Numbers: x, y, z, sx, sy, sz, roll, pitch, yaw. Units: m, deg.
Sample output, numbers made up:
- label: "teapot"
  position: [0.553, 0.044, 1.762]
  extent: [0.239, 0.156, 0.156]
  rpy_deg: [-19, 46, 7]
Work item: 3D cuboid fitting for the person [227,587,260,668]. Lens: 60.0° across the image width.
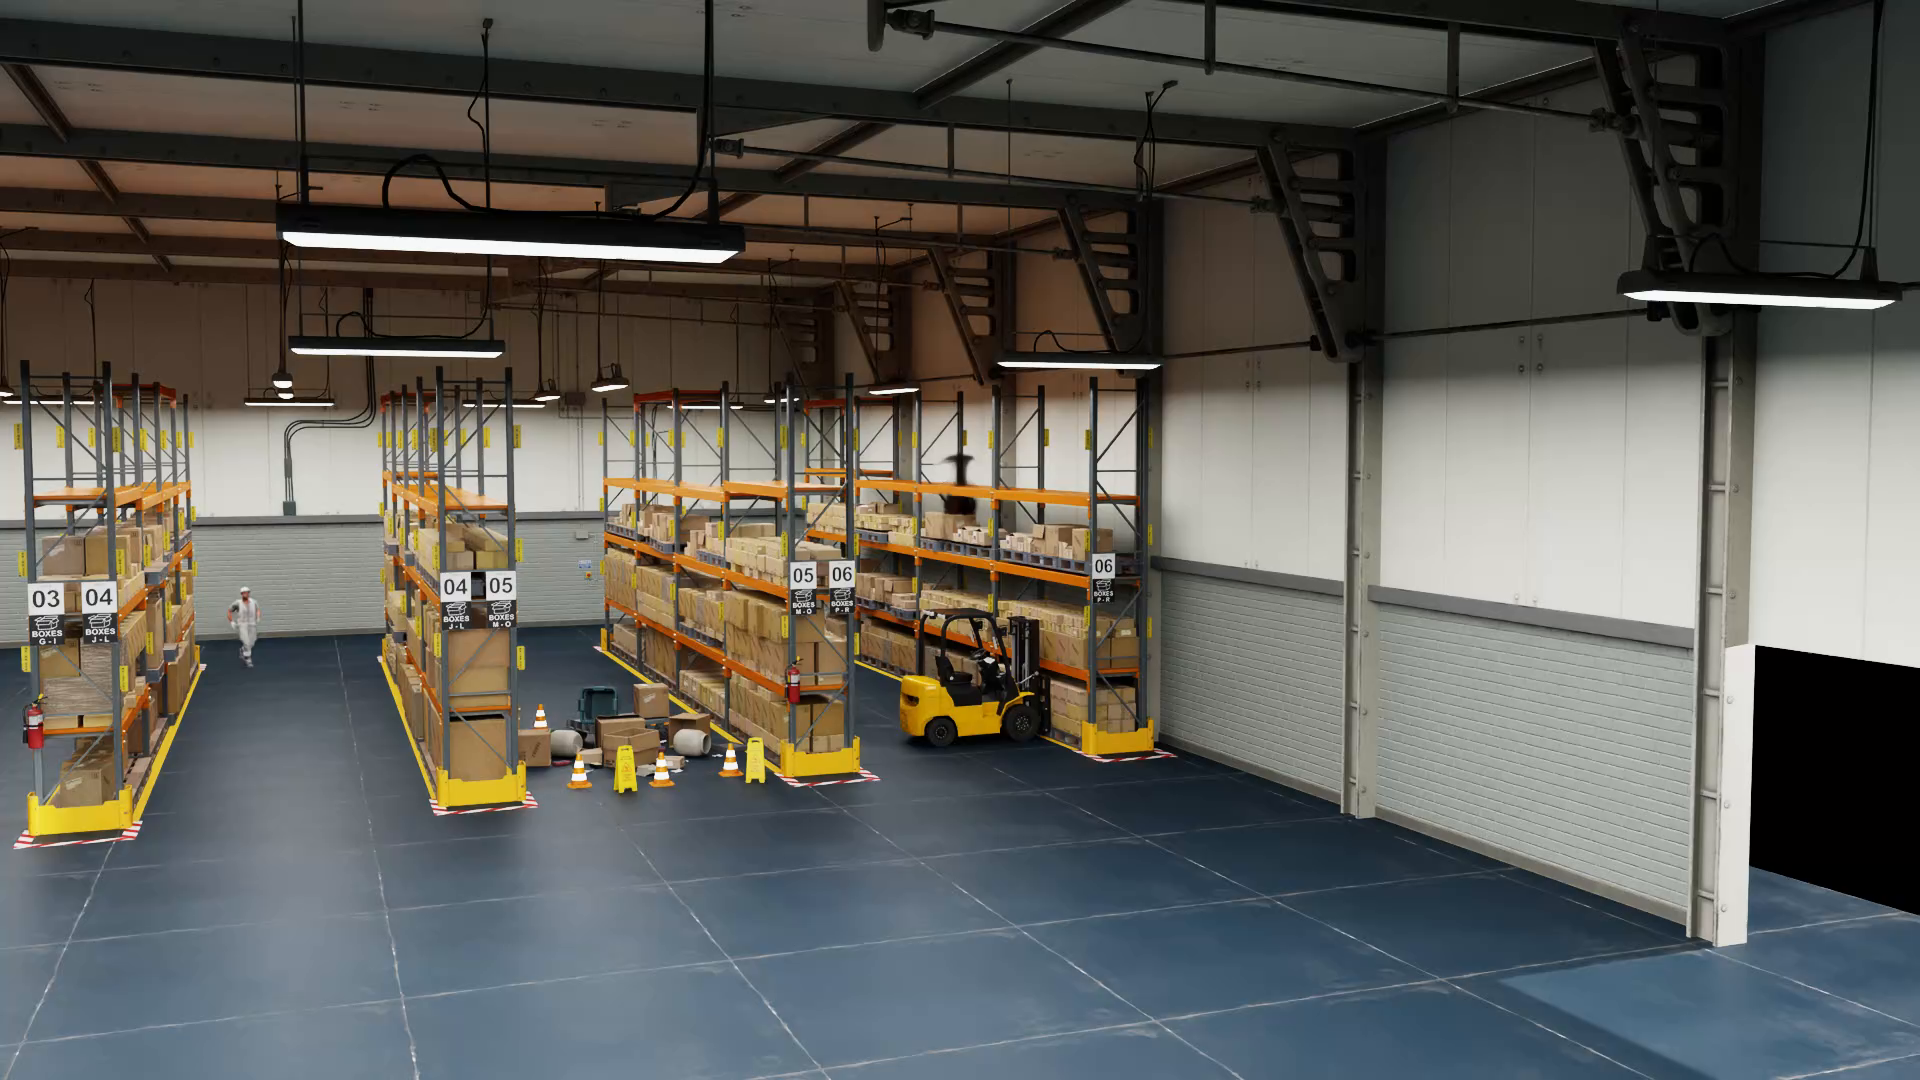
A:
- label: "person"
  position: [-15.814, 1.921, 36.797]
  extent: [0.700, 1.772, 0.791]
  rpy_deg: [-3, 5, -45]
